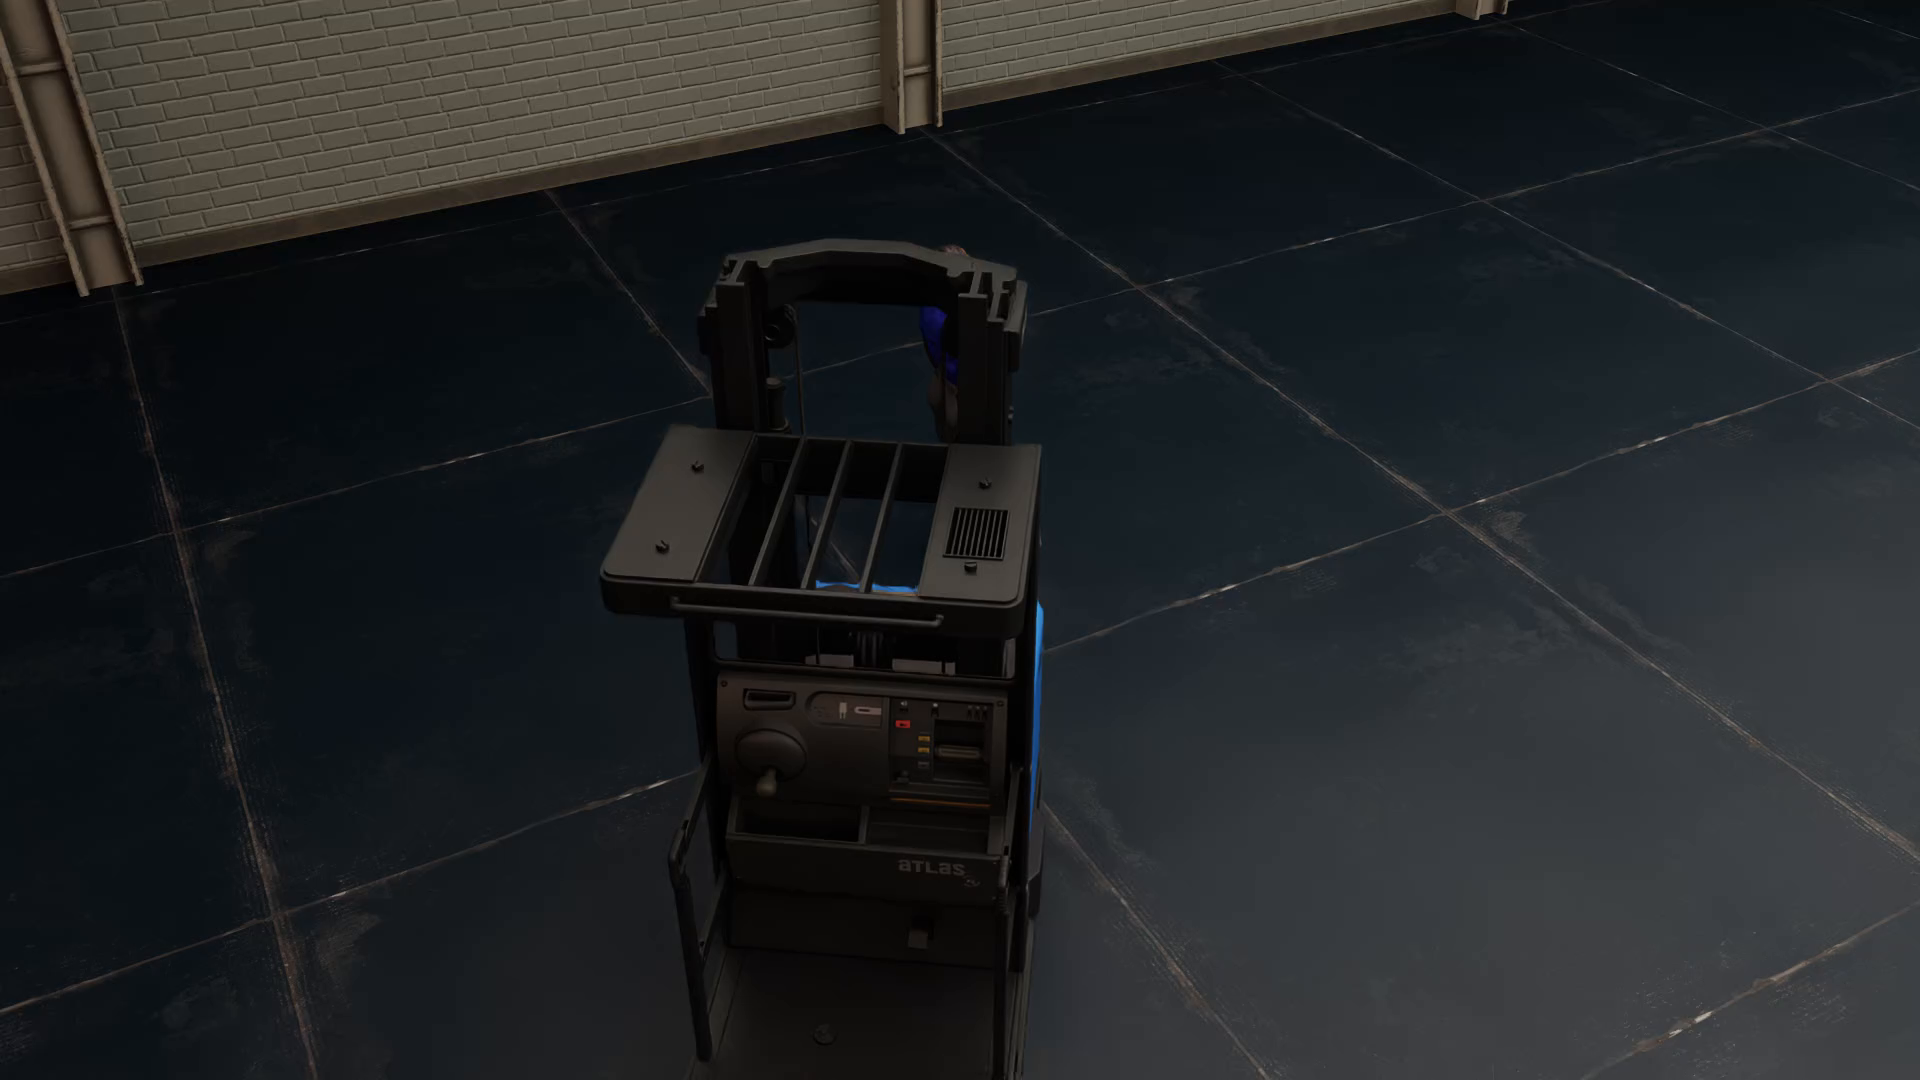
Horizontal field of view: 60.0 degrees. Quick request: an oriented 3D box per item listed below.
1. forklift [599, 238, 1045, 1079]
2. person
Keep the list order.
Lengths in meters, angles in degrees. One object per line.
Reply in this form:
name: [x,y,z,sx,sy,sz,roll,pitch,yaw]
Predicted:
forklift: [-0.337,0.707,5.123,1.130,2.935,3.031,4,35,5]
person: [0.086,-0.695,8.200,0.504,1.654,0.570,-17,39,-23]
